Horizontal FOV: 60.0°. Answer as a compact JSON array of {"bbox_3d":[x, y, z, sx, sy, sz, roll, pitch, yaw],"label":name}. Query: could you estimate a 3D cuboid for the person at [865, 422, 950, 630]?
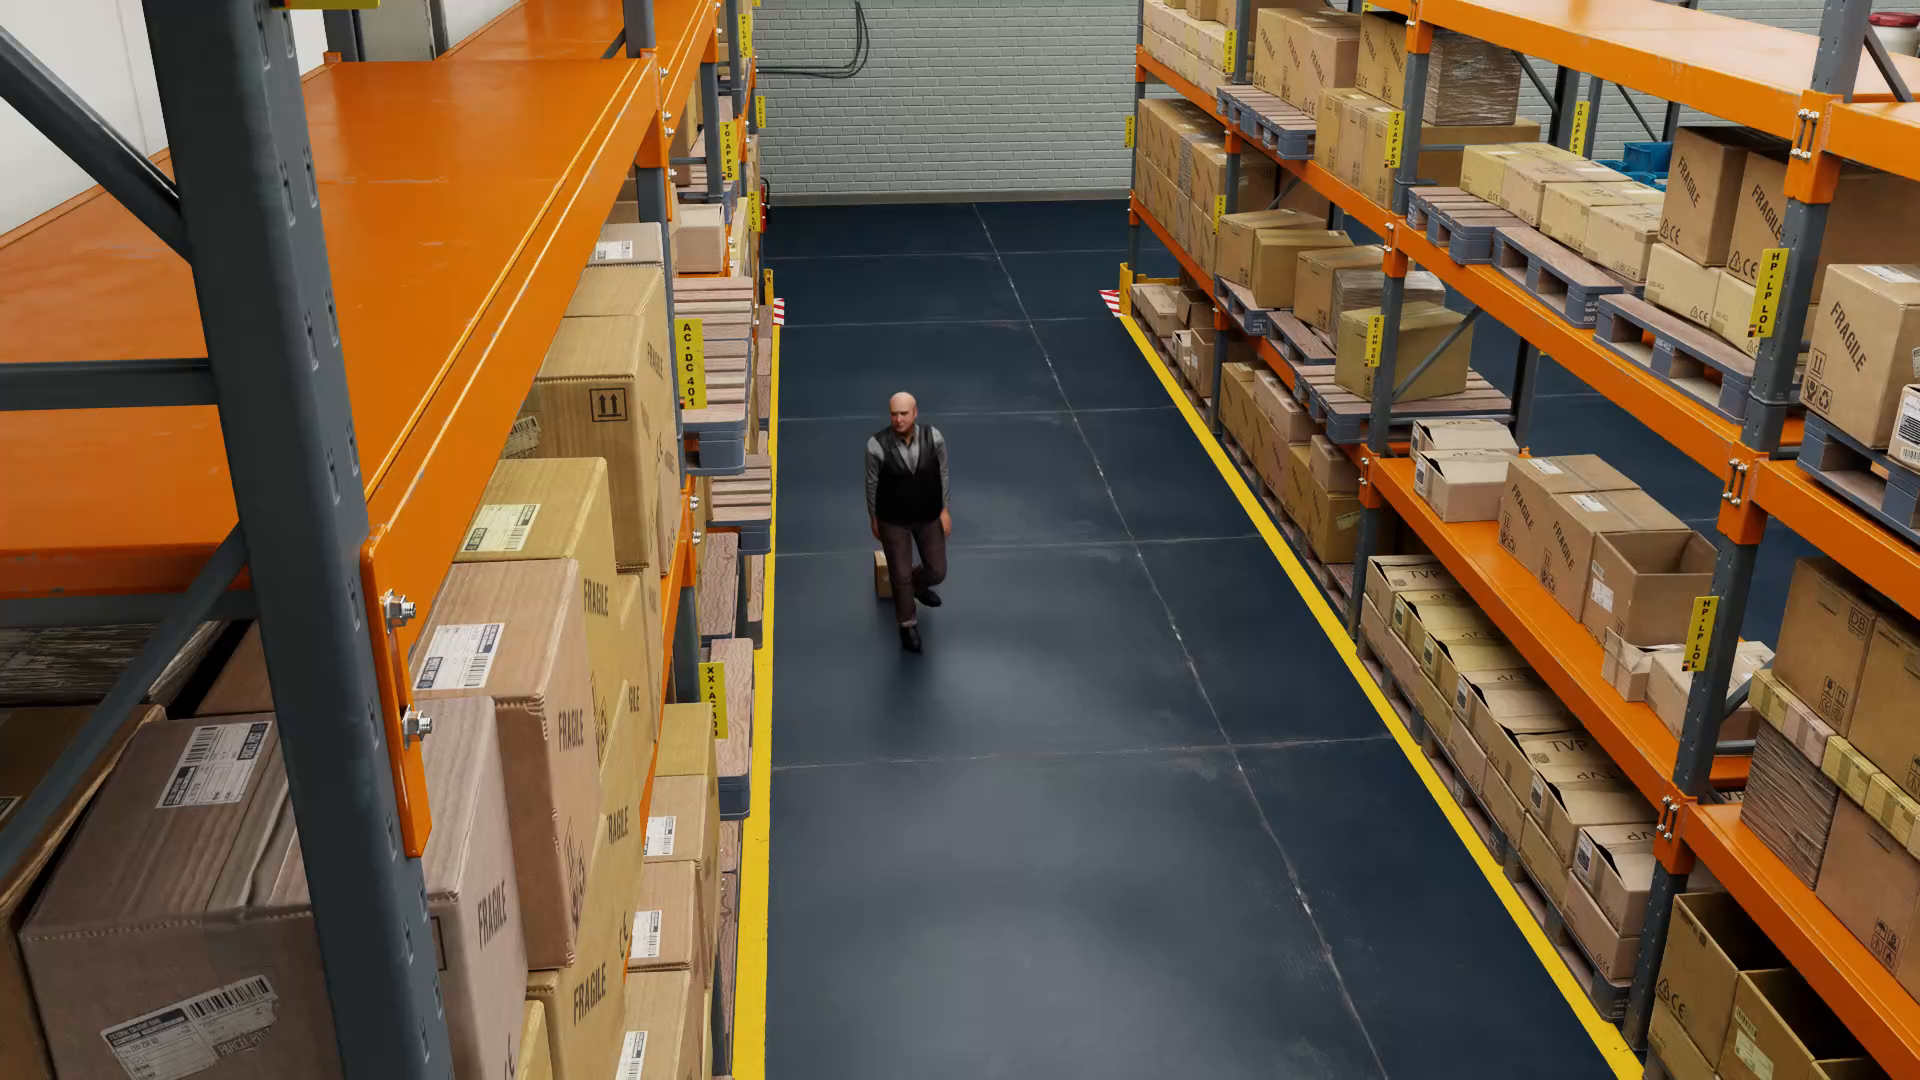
[{"bbox_3d":[-0.352,-0.107,10.736,0.541,1.474,0.545,-7,24,-15],"label":"person"}]
